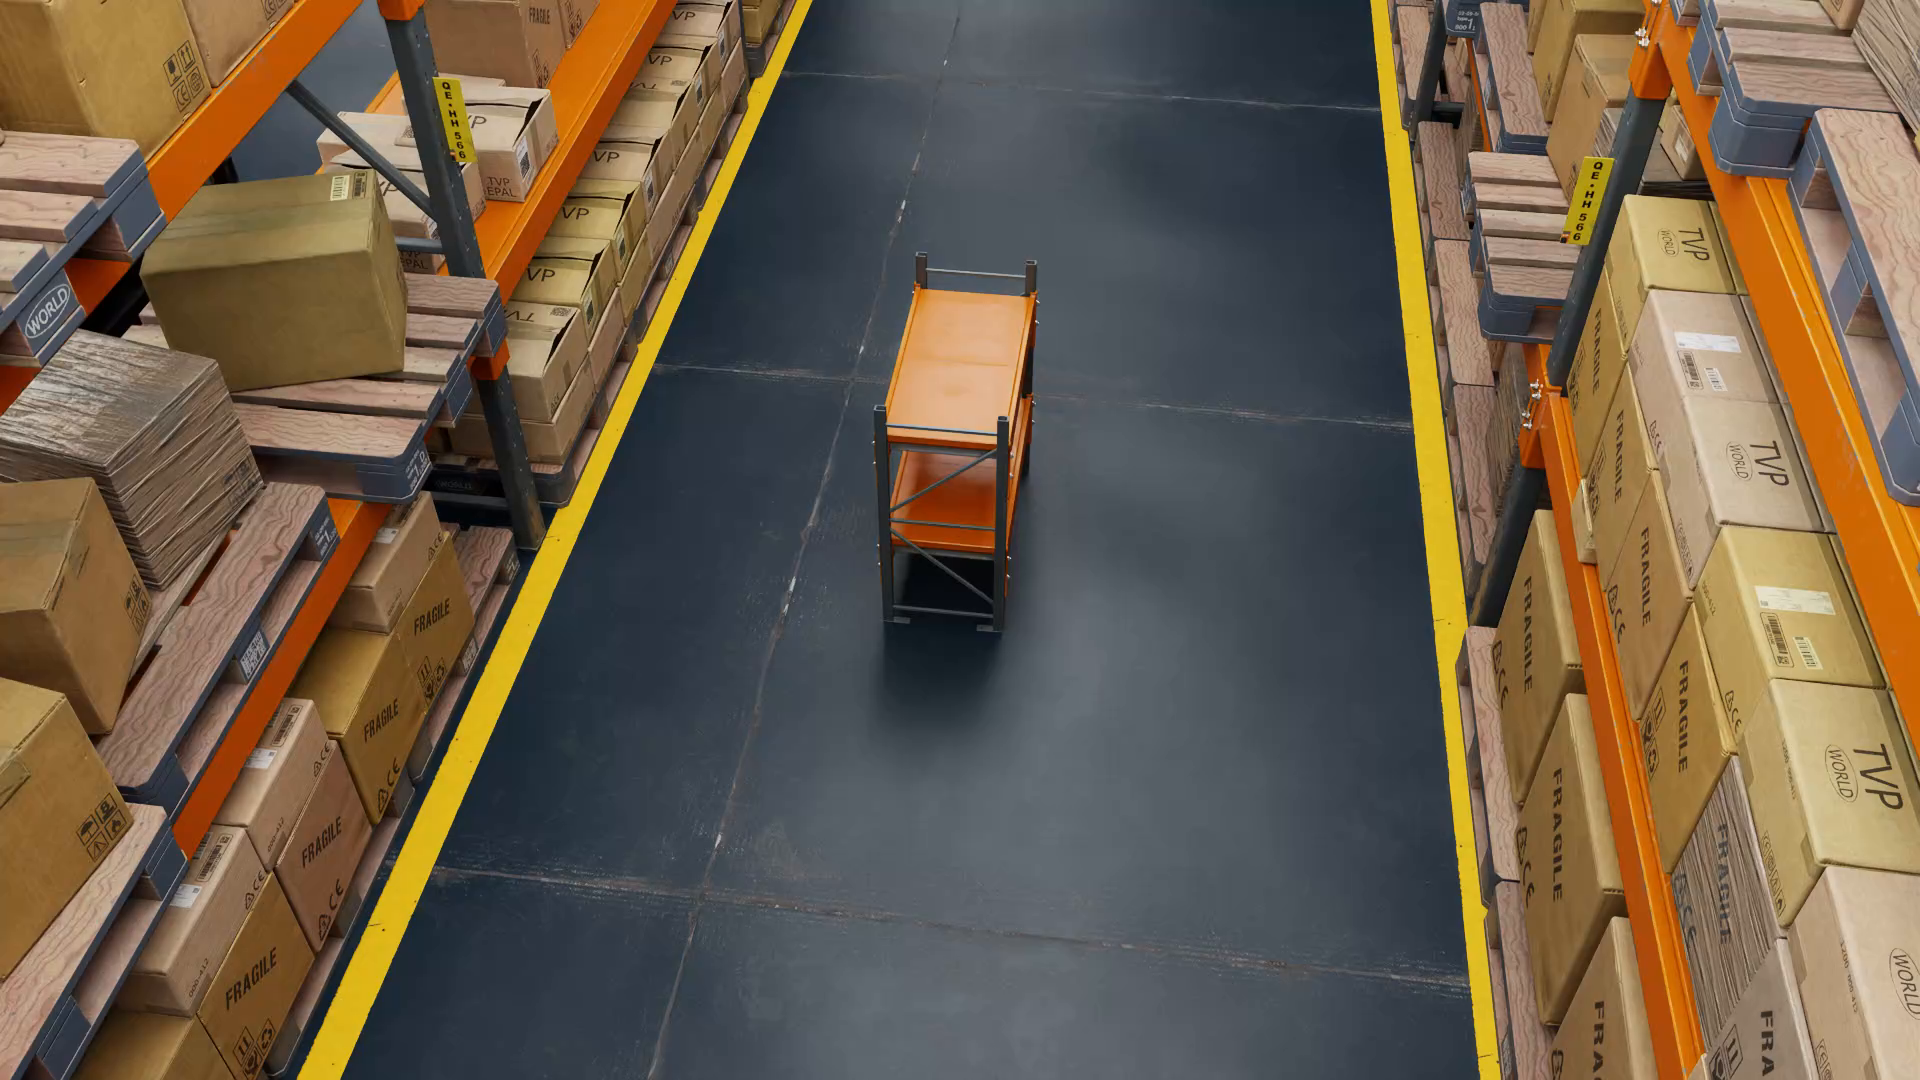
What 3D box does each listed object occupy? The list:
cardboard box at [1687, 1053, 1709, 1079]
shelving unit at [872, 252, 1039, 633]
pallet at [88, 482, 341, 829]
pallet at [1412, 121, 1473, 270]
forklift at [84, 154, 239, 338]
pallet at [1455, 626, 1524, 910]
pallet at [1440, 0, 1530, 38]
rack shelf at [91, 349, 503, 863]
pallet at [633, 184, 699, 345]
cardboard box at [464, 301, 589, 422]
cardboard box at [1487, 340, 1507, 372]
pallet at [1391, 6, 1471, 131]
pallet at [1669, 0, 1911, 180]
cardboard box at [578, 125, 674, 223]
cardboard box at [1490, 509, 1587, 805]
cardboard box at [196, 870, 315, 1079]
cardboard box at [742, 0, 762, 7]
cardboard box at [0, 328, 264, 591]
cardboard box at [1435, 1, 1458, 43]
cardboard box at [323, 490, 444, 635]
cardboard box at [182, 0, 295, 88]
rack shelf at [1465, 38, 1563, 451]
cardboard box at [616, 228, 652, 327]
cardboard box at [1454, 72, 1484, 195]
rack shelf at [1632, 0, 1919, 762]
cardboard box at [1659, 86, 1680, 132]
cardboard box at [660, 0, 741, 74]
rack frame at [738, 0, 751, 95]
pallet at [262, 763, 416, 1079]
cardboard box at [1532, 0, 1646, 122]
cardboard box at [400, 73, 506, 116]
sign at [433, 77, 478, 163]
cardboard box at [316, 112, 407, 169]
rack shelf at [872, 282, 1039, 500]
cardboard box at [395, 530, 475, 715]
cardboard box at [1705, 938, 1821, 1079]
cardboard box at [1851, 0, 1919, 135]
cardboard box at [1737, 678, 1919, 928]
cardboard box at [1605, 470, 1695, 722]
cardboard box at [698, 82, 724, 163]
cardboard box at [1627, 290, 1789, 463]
[{"bbox_3d":[1.899,1.347,3.814,0.380,0.149,0.250,5,44,6],"label":"cardboard box"},{"bbox_3d":[-0.001,-0.404,6.858,0.538,1.125,1.048,5,44,6],"label":"shelving unit"},{"bbox_3d":[-2.565,0.273,4.920,1.003,0.211,1.213,5,44,6],"label":"pallet"},{"bbox_3d":[3.025,-1.858,9.058,1.003,0.211,1.213,5,44,6],"label":"pallet"},{"bbox_3d":[-4.708,-1.998,7.228,1.130,2.935,3.031,7,44,7],"label":"forklift"},{"bbox_3d":[2.419,0.868,6.180,1.003,0.211,1.213,5,44,6],"label":"pallet"},{"bbox_3d":[2.881,-2.824,8.190,1.003,0.211,1.213,5,44,6],"label":"pallet"},{"bbox_3d":[-2.577,0.502,5.062,1.077,0.370,4.000,5,44,6],"label":"rack shelf"},{"bbox_3d":[-2.002,-1.497,8.677,1.003,0.211,1.213,5,44,6],"label":"pallet"},{"bbox_3d":[-1.953,-0.811,7.211,0.500,0.311,0.500,7,44,7],"label":"cardboard box"},{"bbox_3d":[2.862,-1.104,7.732,0.700,0.500,0.500,5,44,5],"label":"cardboard box"},{"bbox_3d":[3.180,-2.849,10.106,1.003,0.211,1.213,5,44,6],"label":"pallet"},{"bbox_3d":[2.565,-1.252,4.346,1.213,0.211,1.003,7,44,7],"label":"pallet"},{"bbox_3d":[-1.754,-1.867,8.327,0.500,0.311,0.500,5,44,5],"label":"cardboard box"},{"bbox_3d":[2.370,0.442,5.859,0.750,0.750,0.750,5,44,5],"label":"cardboard box"},{"bbox_3d":[-2.403,1.339,5.152,0.500,0.500,0.500,6,44,6],"label":"cardboard box"},{"bbox_3d":[-1.412,-3.563,9.980,0.500,0.500,0.500,5,44,6],"label":"cardboard box"},{"bbox_3d":[-2.595,-0.266,4.971,0.700,0.500,0.500,13,45,13],"label":"cardboard box"},{"bbox_3d":[3.224,-3.364,10.119,0.500,0.500,0.500,2,43,2],"label":"cardboard box"},{"bbox_3d":[-2.207,0.051,5.968,0.500,0.250,0.500,7,44,7],"label":"cardboard box"},{"bbox_3d":[-2.405,-1.600,4.504,0.910,0.500,0.500,5,44,6],"label":"cardboard box"},{"bbox_3d":[2.862,-1.777,7.468,1.077,0.370,4.000,5,44,6],"label":"rack shelf"},{"bbox_3d":[-1.824,-1.304,8.140,0.500,0.250,0.500,4,44,4],"label":"cardboard box"},{"bbox_3d":[3.046,-2.150,8.837,0.700,0.500,0.500,7,44,7],"label":"cardboard box"},{"bbox_3d":[2.333,-0.140,3.558,1.077,0.370,4.000,5,44,6],"label":"rack shelf"},{"bbox_3d":[2.641,-1.565,5.857,0.380,0.149,0.250,-1,43,-2],"label":"cardboard box"},{"bbox_3d":[-1.553,-2.904,9.422,0.500,0.311,0.500,5,44,6],"label":"cardboard box"},{"bbox_3d":[-1.784,-3.849,9.133,1.000,3.000,0.127,5,44,6],"label":"rack frame"},{"bbox_3d":[-2.613,1.224,5.803,1.003,0.211,1.213,5,44,6],"label":"pallet"},{"bbox_3d":[2.793,-2.043,6.834,0.700,0.500,0.500,5,44,6],"label":"cardboard box"},{"bbox_3d":[-2.200,-1.906,7.264,0.380,0.149,0.250,8,44,9],"label":"cardboard box"},{"bbox_3d":[-1.774,-1.471,5.838,0.100,0.325,0.005,5,44,6],"label":"sign"},{"bbox_3d":[-2.468,-1.669,7.014,0.380,0.149,0.250,5,44,6],"label":"cardboard box"},{"bbox_3d":[-0.001,-0.616,6.657,0.538,0.278,1.000,5,44,6],"label":"rack shelf"},{"bbox_3d":[-2.204,0.284,6.266,0.500,0.500,0.500,7,44,7],"label":"cardboard box"},{"bbox_3d":[1.938,1.214,3.483,0.500,0.500,0.500,6,44,6],"label":"cardboard box"},{"bbox_3d":[2.573,-1.259,3.823,0.700,0.500,0.500,3,44,3],"label":"cardboard box"},{"bbox_3d":[2.022,0.591,3.596,0.500,0.250,0.500,6,44,6],"label":"cardboard box"},{"bbox_3d":[2.135,0.176,4.579,0.500,0.500,0.500,5,44,5],"label":"cardboard box"},{"bbox_3d":[-1.620,-2.349,9.244,0.500,0.250,0.500,5,44,5],"label":"cardboard box"},{"bbox_3d":[2.212,-0.446,4.691,0.500,0.250,0.500,5,44,5],"label":"cardboard box"}]
